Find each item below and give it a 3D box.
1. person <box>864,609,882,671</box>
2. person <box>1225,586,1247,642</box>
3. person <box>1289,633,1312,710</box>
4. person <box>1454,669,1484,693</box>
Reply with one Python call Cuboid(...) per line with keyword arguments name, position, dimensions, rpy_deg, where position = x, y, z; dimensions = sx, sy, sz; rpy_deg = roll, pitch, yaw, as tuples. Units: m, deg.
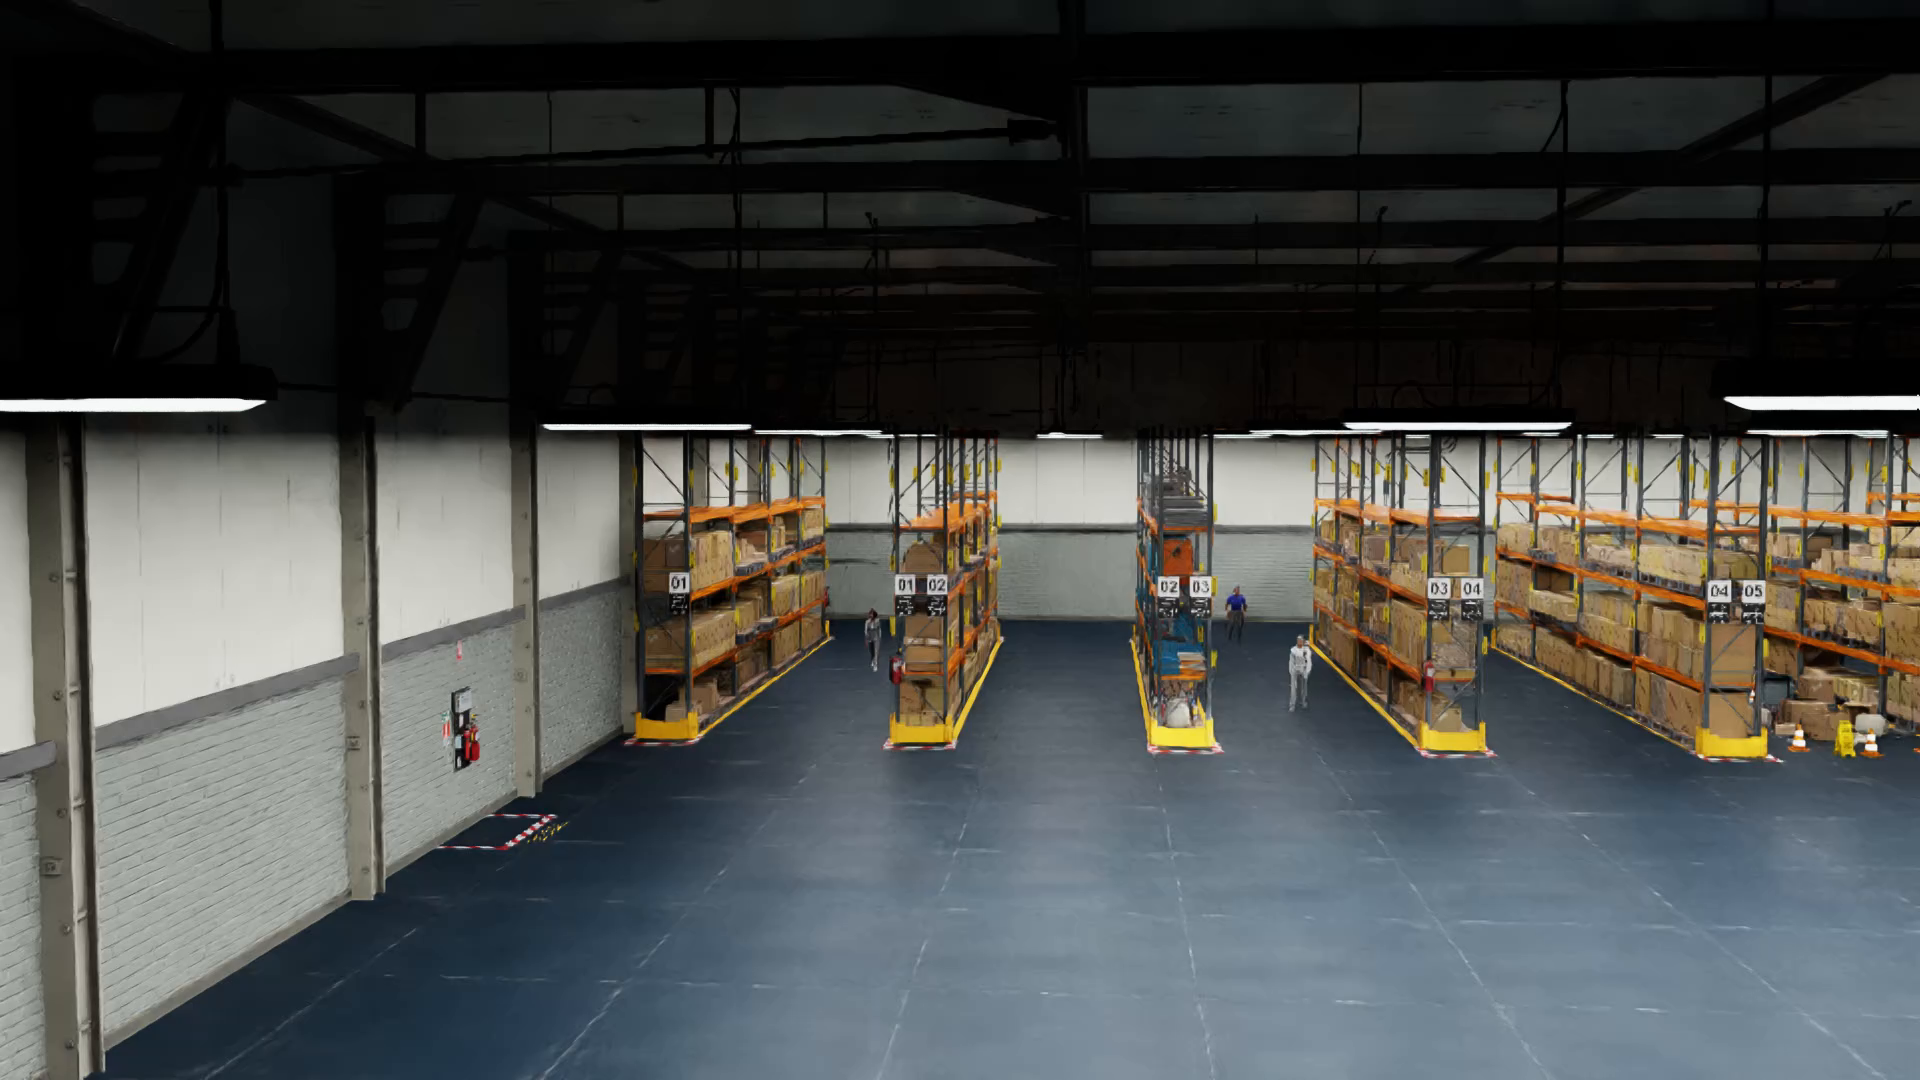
Cuboid(name="person", position=(-2.167, 2.467, 41.331), dimensions=(0.417, 1.517, 1.037), rpy_deg=(0, 3, 7))
Cuboid(name="person", position=(7.827, 2.096, 47.176), dimensions=(0.592, 1.604, 0.513), rpy_deg=(0, 3, 2))
Cuboid(name="person", position=(7.215, 2.774, 35.242), dimensions=(0.482, 1.606, 0.977), rpy_deg=(1, 4, 14))
Cuboid(name="person", position=(11.438, 2.606, 37.512), dimensions=(0.571, 1.708, 1.033), rpy_deg=(0, 3, -3))
